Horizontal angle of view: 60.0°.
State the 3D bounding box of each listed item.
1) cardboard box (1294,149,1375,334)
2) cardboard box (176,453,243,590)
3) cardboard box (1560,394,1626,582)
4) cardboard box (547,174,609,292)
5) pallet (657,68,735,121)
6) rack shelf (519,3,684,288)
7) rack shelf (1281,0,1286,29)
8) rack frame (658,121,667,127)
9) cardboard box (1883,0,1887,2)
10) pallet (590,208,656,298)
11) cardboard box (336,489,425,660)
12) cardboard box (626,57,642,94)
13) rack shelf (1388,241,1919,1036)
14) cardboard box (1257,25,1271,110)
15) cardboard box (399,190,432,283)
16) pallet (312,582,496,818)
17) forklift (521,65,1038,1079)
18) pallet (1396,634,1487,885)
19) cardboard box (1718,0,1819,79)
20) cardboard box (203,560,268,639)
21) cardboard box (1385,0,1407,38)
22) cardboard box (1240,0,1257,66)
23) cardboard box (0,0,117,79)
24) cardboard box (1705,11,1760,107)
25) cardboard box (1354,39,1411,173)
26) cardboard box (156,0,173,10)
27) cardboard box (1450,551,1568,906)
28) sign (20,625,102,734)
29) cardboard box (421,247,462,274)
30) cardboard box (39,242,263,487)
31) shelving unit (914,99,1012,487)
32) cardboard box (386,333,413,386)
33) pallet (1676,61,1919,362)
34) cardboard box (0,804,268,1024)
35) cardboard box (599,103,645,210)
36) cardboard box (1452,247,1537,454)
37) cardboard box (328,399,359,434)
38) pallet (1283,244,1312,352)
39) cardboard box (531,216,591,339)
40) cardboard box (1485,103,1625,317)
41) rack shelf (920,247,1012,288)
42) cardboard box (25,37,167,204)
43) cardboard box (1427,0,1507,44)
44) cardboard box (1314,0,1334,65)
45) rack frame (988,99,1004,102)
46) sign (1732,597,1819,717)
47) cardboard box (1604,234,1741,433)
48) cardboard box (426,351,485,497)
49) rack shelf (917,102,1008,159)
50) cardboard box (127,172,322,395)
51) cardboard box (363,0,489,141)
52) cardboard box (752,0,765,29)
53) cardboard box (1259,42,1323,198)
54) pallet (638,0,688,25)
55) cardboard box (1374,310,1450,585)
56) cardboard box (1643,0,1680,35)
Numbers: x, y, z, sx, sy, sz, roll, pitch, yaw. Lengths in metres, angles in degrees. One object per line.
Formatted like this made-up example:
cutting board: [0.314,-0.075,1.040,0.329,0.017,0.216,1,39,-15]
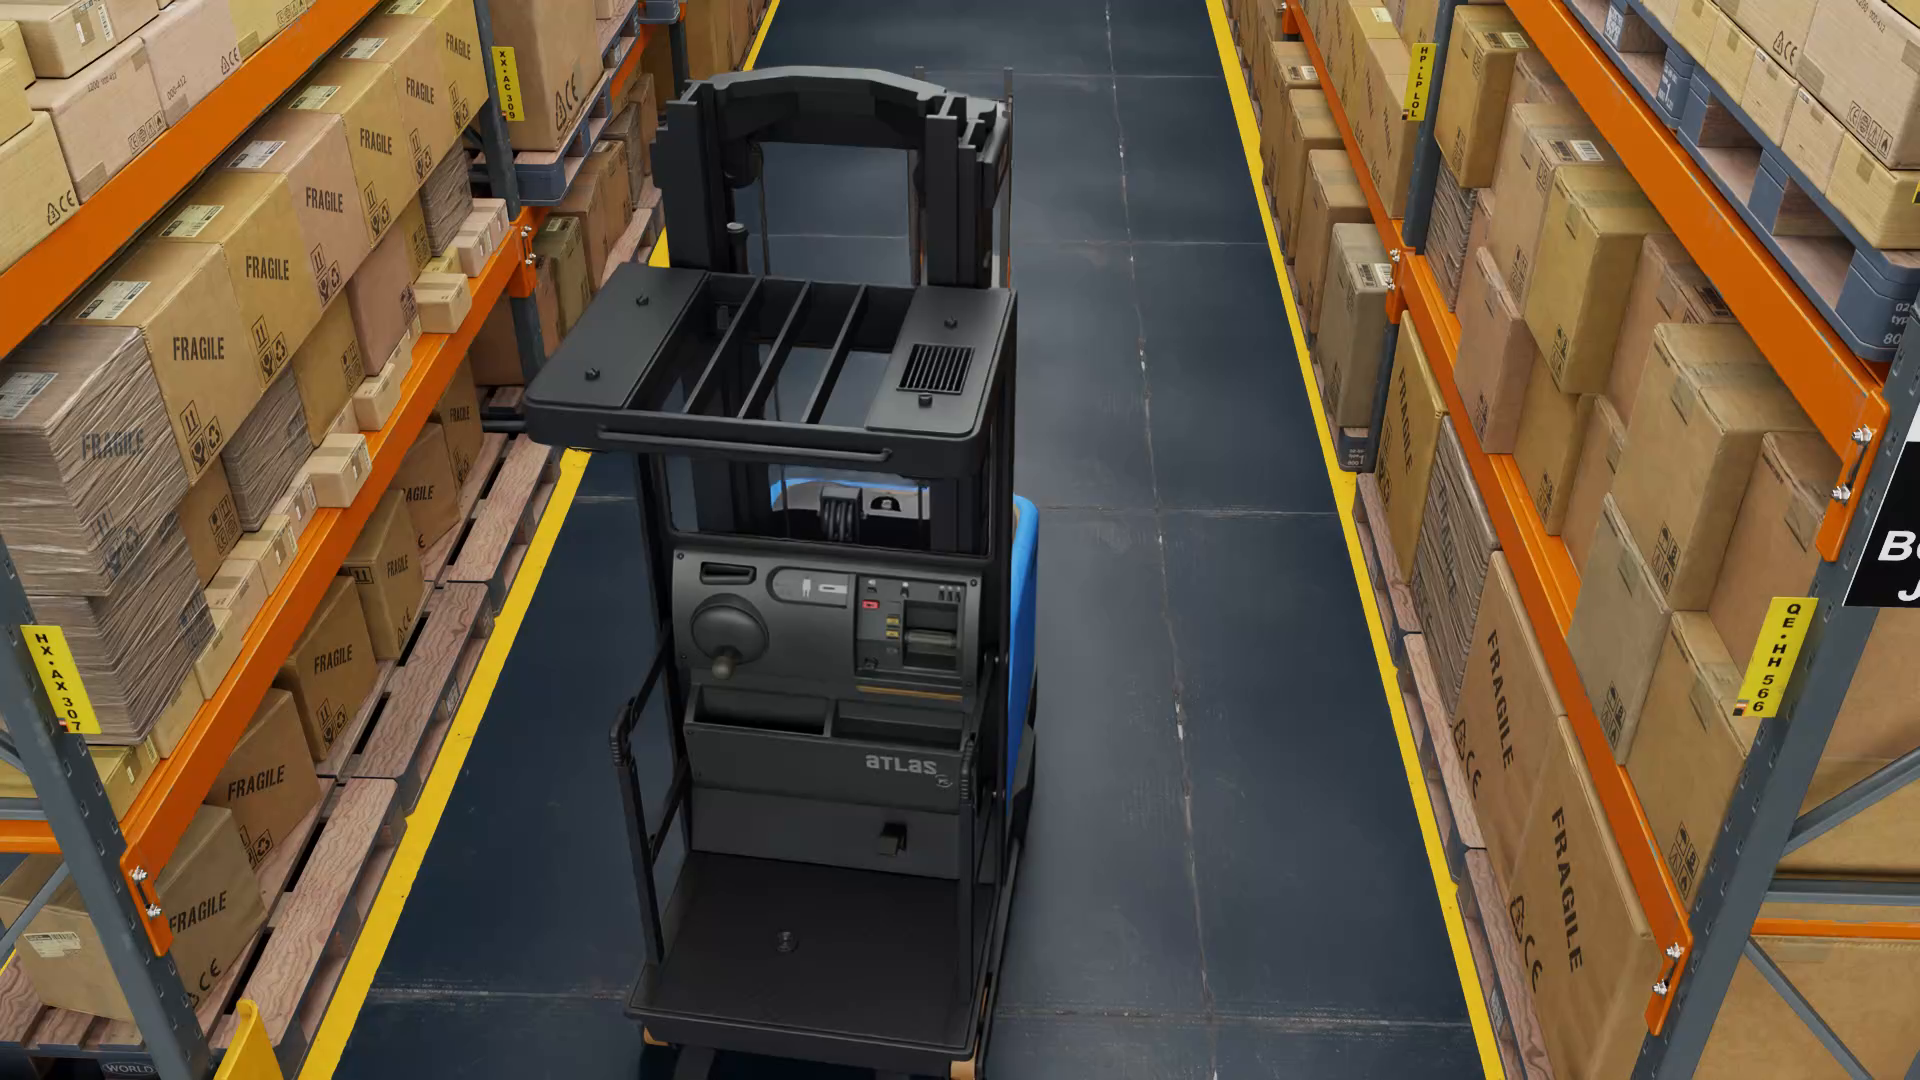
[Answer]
cardboard box: [2.429,-1.617,9.033,1.050,0.750,0.750,1,35,2]
cardboard box: [-2.711,-0.095,4.931,0.875,0.500,0.500,1,35,2]
cardboard box: [2.409,-0.065,5.104,0.875,0.550,0.550,1,35,2]
cardboard box: [-2.394,-1.730,9.394,0.730,0.500,0.544,1,35,1]
pallet: [-2.233,-3.234,12.167,1.003,0.211,1.213,1,35,2]
rack shelf: [-2.420,-2.480,9.295,1.077,0.370,4.000,1,35,2]
rack shelf: [2.692,-4.605,12.320,1.077,0.370,4.000,1,35,2]
rack frame: [-2.337,-3.923,10.723,0.949,2.616,0.053,1,35,2]
cardboard box: [1.977,-1.162,3.260,0.380,0.149,0.250,1,35,2]
pallet: [-2.425,-1.634,9.892,1.003,0.211,1.213,1,35,2]
cardboard box: [-2.518,0.142,6.747,0.500,0.500,0.500,-2,35,-2]
cardboard box: [-2.337,-3.002,10.551,0.500,0.250,0.500,3,35,4]
rack shelf: [2.371,-0.009,5.780,1.077,0.370,4.000,1,35,2]
cardboard box: [2.377,-3.284,11.622,0.500,0.500,0.500,1,35,2]
cardboard box: [-2.636,-1.244,6.566,0.875,0.500,0.500,1,35,2]
pallet: [-2.538,0.605,6.705,1.003,0.211,1.213,1,35,2]
forklift: [-0.434,0.307,4.764,1.121,2.935,3.031,5,35,7]
pallet: [2.296,0.826,6.391,1.003,0.211,1.213,1,35,2]
cardboard box: [2.052,-1.230,3.702,0.500,0.250,0.500,1,35,2]
cardboard box: [-2.368,0.187,5.094,0.380,0.149,0.250,1,35,2]
cardboard box: [2.505,-2.774,8.131,0.700,0.500,0.500,2,35,2]
cardboard box: [2.407,-3.886,12.480,0.500,0.500,0.500,0,35,0]
cardboard box: [-2.343,-1.258,4.107,0.380,0.149,0.250,3,35,4]
cardboard box: [1.997,-1.128,3.904,0.380,0.149,0.250,2,35,2]
cardboard box: [2.226,-2.090,8.028,0.500,0.500,0.500,1,35,1]
cardboard box: [-2.333,-1.555,4.529,0.380,0.149,0.250,0,35,0]
cardboard box: [2.285,0.646,5.704,0.875,0.875,0.875,1,35,1]
sign: [-2.119,0.331,3.917,0.100,0.325,0.005,1,35,2]
cardboard box: [-2.305,-1.106,6.934,0.380,0.149,0.250,1,35,2]
cardboard box: [-2.340,-0.495,4.631,0.500,0.500,0.500,1,35,2]
shelving unit: [5.825,-2.156,6.256,12.070,5.092,0.667,1,35,2]
cardboard box: [-2.315,-0.675,6.320,0.380,0.149,0.250,1,35,2]
pallet: [2.310,-0.772,3.708,1.003,0.211,1.213,1,35,2]
cardboard box: [-2.619,1.166,5.291,0.500,0.500,0.500,8,36,11]
cardboard box: [-2.356,-2.376,10.314,0.700,0.500,0.500,-1,35,-2]
cardboard box: [2.310,-0.677,5.975,0.875,0.550,0.550,1,35,2]
cardboard box: [-2.377,-0.389,5.913,0.380,0.149,0.250,1,35,2]
pallet: [2.453,-1.459,9.643,1.003,0.211,1.213,1,35,2]
cardboard box: [-2.416,-1.408,8.936,0.700,0.500,0.500,1,35,2]
cardboard box: [2.337,-1.119,5.663,0.875,0.550,0.550,1,35,2]
rack shelf: [0.007,-0.943,7.289,0.431,0.518,0.480,1,35,2]
cardboard box: [-2.369,-1.060,4.171,0.500,0.250,0.500,1,35,1]
cardboard box: [2.465,-2.188,7.298,0.700,0.500,0.500,1,35,1]
cardboard box: [2.286,-2.958,9.263,0.500,0.500,0.500,1,35,2]
rack frame: [0.018,-1.094,7.481,0.380,1.831,0.006,1,35,2]
sign: [1.749,0.255,3.566,0.100,0.325,0.005,1,35,2]
cardboard box: [2.432,-0.506,4.792,0.875,0.550,0.550,1,35,2]
cardboard box: [-2.557,-0.545,7.726,0.500,0.500,0.500,0,35,0]
rack shelf: [0.007,-1.628,6.808,0.368,0.174,0.457,1,35,2]
cardboard box: [-2.321,-0.783,5.040,0.500,0.500,0.500,1,35,2]
cardboard box: [-2.244,-1.932,6.675,0.500,0.500,0.500,1,35,2]
cardboard box: [-2.207,-6.295,15.047,1.225,1.489,5.750,0,35,0]
cardboard box: [2.498,-2.654,10.509,1.050,0.750,0.750,1,35,1]
pallet: [-2.262,-3.433,10.193,1.213,0.211,1.003,1,35,2]
cardboard box: [2.356,-0.395,7.186,0.875,0.875,0.875,2,35,3]
cardboard box: [2.017,-1.420,4.320,0.380,0.149,0.250,2,35,2]
